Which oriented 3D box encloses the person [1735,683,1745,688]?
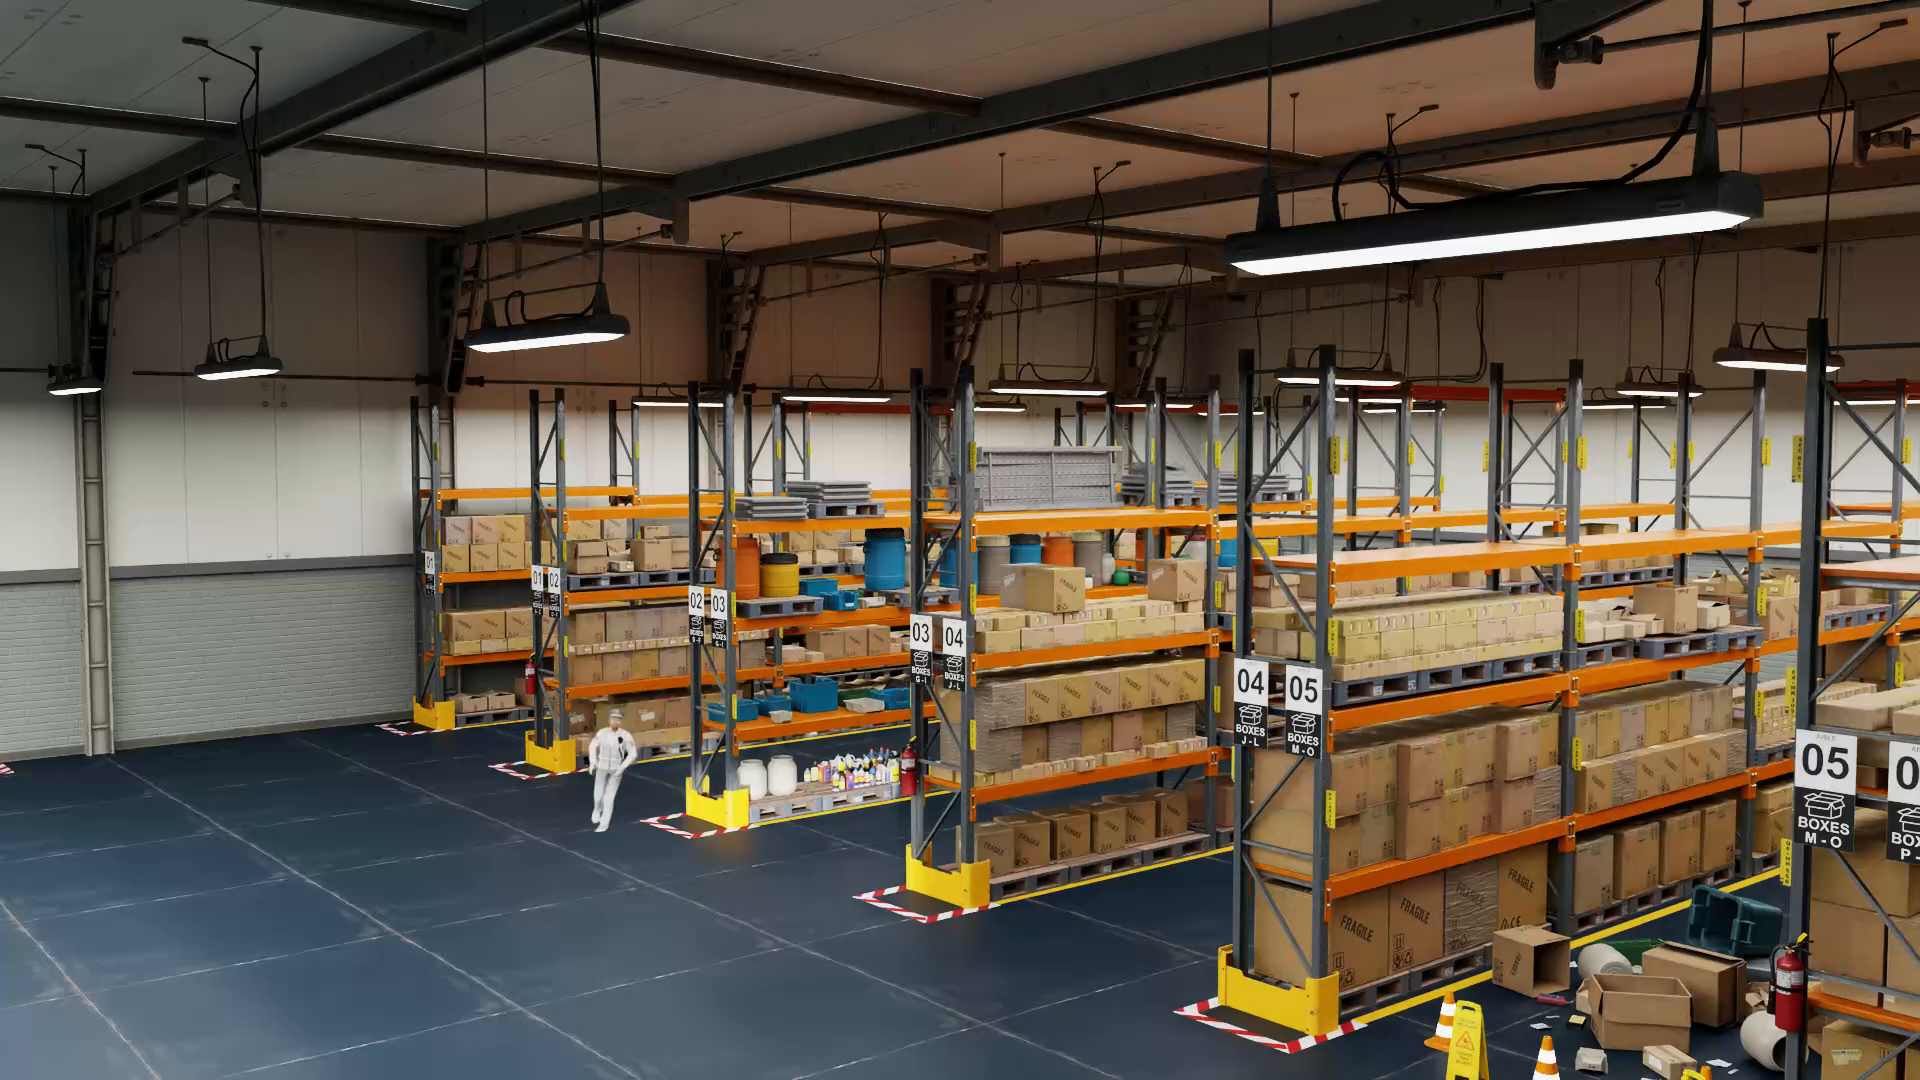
[{"bbox_3d":[11.507,2.921,24.428,0.715,1.647,0.576,-2,4,-30],"label":"person"}]

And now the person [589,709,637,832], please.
[{"bbox_3d":[-4.615,3.045,22.108,0.650,1.633,0.505,0,3,-5],"label":"person"}]
